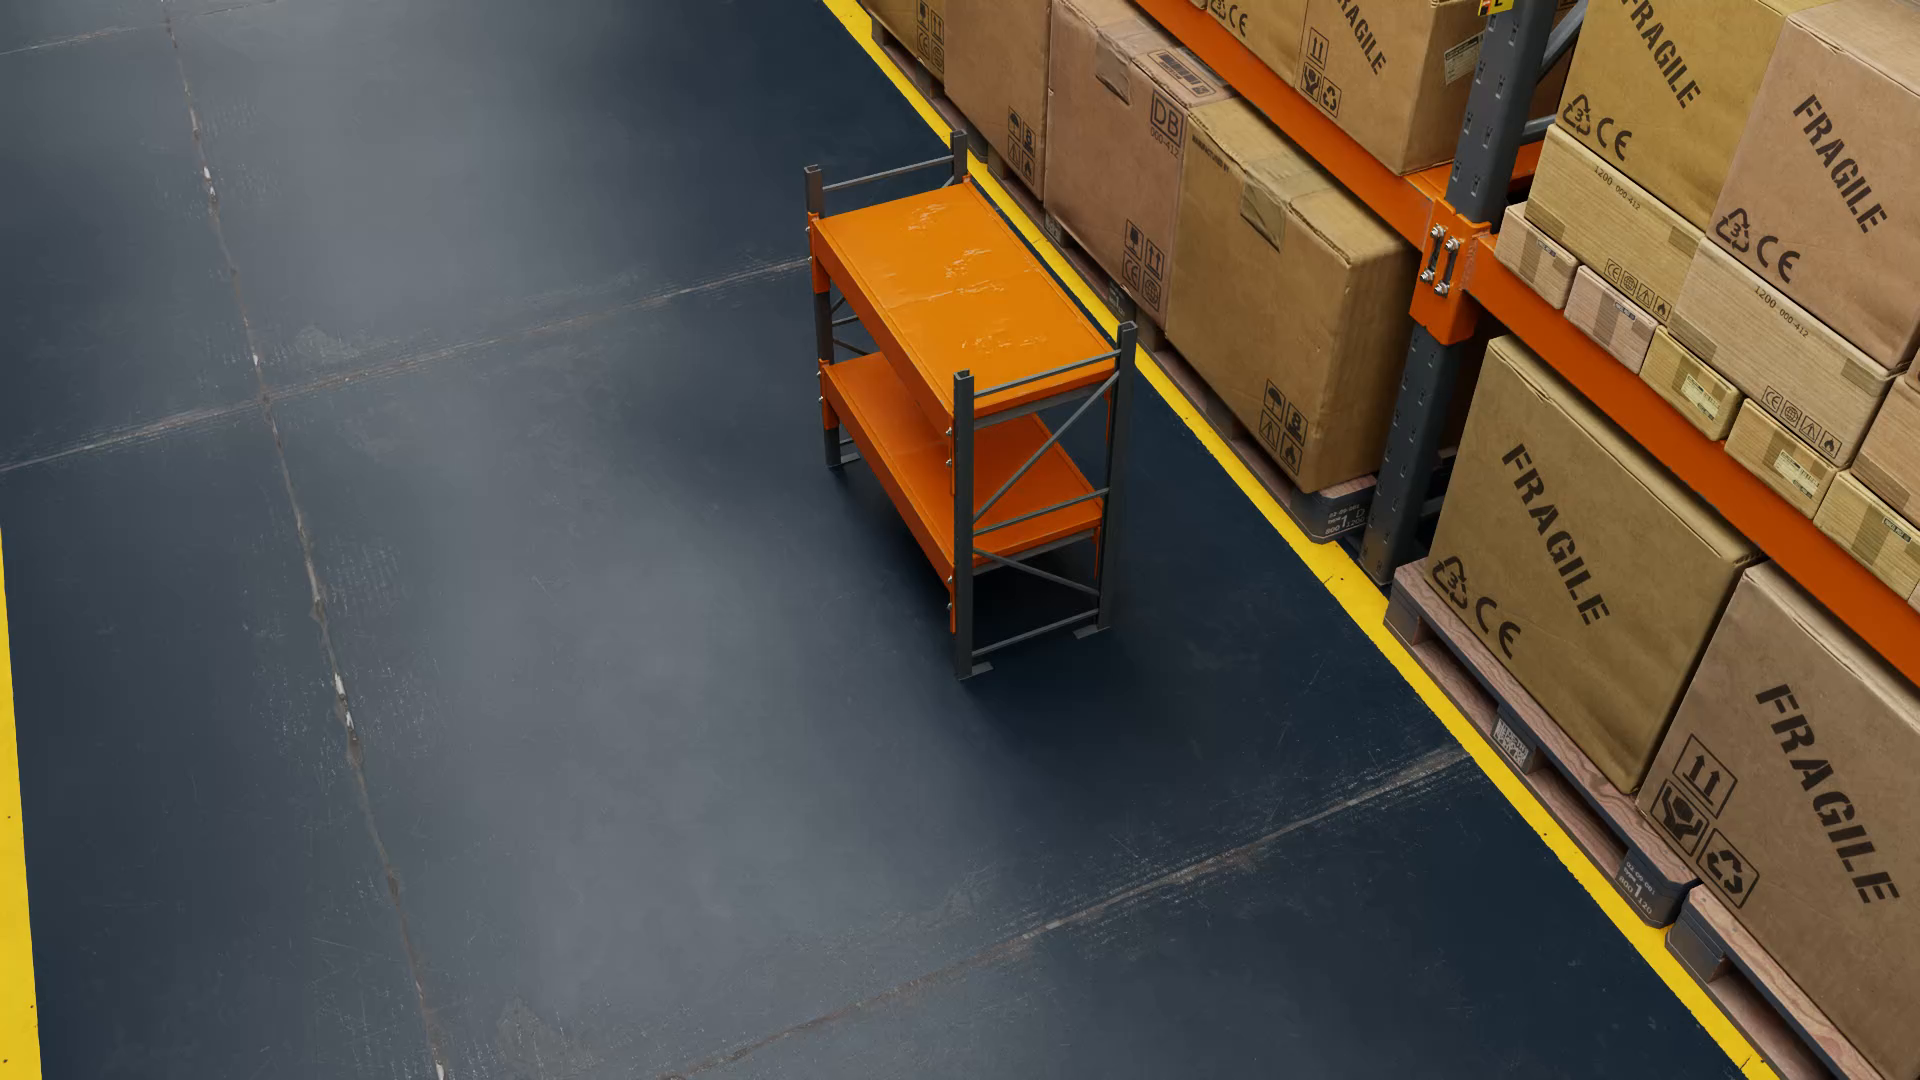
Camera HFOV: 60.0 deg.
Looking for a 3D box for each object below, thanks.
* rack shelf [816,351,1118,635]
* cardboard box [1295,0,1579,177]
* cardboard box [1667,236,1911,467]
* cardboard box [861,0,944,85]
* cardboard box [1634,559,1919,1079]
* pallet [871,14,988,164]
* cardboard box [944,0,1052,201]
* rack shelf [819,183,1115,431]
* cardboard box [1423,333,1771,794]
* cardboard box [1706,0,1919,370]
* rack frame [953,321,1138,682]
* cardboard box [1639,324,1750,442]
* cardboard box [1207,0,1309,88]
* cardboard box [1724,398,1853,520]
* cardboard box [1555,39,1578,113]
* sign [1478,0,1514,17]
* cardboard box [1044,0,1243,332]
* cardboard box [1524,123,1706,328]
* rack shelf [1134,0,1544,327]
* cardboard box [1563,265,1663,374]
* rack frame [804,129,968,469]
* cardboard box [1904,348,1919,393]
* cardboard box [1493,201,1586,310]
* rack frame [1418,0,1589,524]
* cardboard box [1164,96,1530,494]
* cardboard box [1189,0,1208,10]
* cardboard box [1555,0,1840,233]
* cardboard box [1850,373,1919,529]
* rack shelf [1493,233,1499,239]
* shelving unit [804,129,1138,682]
[{"bbox_3d":[0.003,-0.222,5.022,0.538,0.278,1.000,-18,47,-17],"label":"rack shelf"},{"bbox_3d":[1.269,-1.358,4.419,0.500,0.500,0.500,-18,47,-17],"label":"cardboard box"},{"bbox_3d":[1.878,-0.462,3.478,0.500,0.250,0.500,-18,47,-18],"label":"cardboard box"},{"bbox_3d":[0.303,-2.601,6.964,1.225,0.875,0.875,-20,48,-19],"label":"cardboard box"},{"bbox_3d":[2.297,0.520,3.801,0.875,0.875,0.875,-18,47,-17],"label":"cardboard box"},{"bbox_3d":[0.295,-2.136,7.265,1.003,0.211,1.213,-18,47,-17],"label":"pallet"},{"bbox_3d":[0.671,-2.031,6.386,1.225,0.875,0.875,-18,47,-17],"label":"cardboard box"},{"bbox_3d":[0.003,-0.657,4.593,0.459,0.093,0.952,-18,47,-17],"label":"rack shelf"},{"bbox_3d":[1.918,-0.054,4.382,0.875,0.875,0.875,-18,47,-17],"label":"cardboard box"},{"bbox_3d":[1.883,-0.727,3.213,0.500,0.500,0.500,-18,47,-17],"label":"cardboard box"},{"bbox_3d":[0.217,-0.072,4.522,0.500,1.125,0.032,-18,47,-17],"label":"rack frame"},{"bbox_3d":[1.758,-0.393,3.692,0.380,0.149,0.250,-17,47,-16],"label":"cardboard box"},{"bbox_3d":[1.067,-1.675,4.741,0.500,0.500,0.500,-17,47,-16],"label":"cardboard box"},{"bbox_3d":[1.870,-0.226,3.523,0.380,0.149,0.250,-19,48,-18],"label":"cardboard box"},{"bbox_3d":[1.747,-1.507,4.571,0.500,0.500,0.500,-18,47,-17],"label":"cardboard box"},{"bbox_3d":[1.225,-1.322,3.686,0.100,0.325,0.005,-18,47,-17],"label":"sign"},{"bbox_3d":[1.050,-1.469,5.817,1.225,0.875,0.875,-20,48,-19],"label":"cardboard box"},{"bbox_3d":[1.673,-0.780,3.800,0.500,0.250,0.500,-19,48,-18],"label":"cardboard box"},{"bbox_3d":[0.873,-2.123,5.778,1.077,0.370,4.000,-18,47,-17],"label":"rack shelf"},{"bbox_3d":[1.647,-0.561,3.862,0.380,0.149,0.250,-20,48,-19],"label":"cardboard box"},{"bbox_3d":[-0.211,-0.720,5.179,0.500,1.125,0.032,-18,47,-17],"label":"rack frame"},{"bbox_3d":[2.106,-0.397,2.878,0.500,0.500,0.500,-19,48,-19],"label":"cardboard box"},{"bbox_3d":[1.536,-0.729,4.032,0.380,0.149,0.250,-18,47,-17],"label":"cardboard box"},{"bbox_3d":[1.711,-1.104,4.233,0.949,2.616,0.053,-18,47,-17],"label":"rack frame"},{"bbox_3d":[1.426,-0.900,5.240,1.225,0.875,0.875,-18,47,-17],"label":"cardboard box"},{"bbox_3d":[0.841,-2.006,5.076,0.500,0.500,0.500,-19,48,-18],"label":"cardboard box"},{"bbox_3d":[1.683,-1.043,3.533,0.500,0.500,0.500,-18,47,-17],"label":"cardboard box"},{"bbox_3d":[2.101,-0.134,3.145,0.500,0.250,0.500,-17,47,-16],"label":"cardboard box"},{"bbox_3d":[2.554,0.356,3.126,0.919,0.124,3.809,-18,47,-17],"label":"rack shelf"},{"bbox_3d":[0.003,-0.396,4.851,0.538,1.125,1.048,-18,47,-17],"label":"shelving unit"}]
